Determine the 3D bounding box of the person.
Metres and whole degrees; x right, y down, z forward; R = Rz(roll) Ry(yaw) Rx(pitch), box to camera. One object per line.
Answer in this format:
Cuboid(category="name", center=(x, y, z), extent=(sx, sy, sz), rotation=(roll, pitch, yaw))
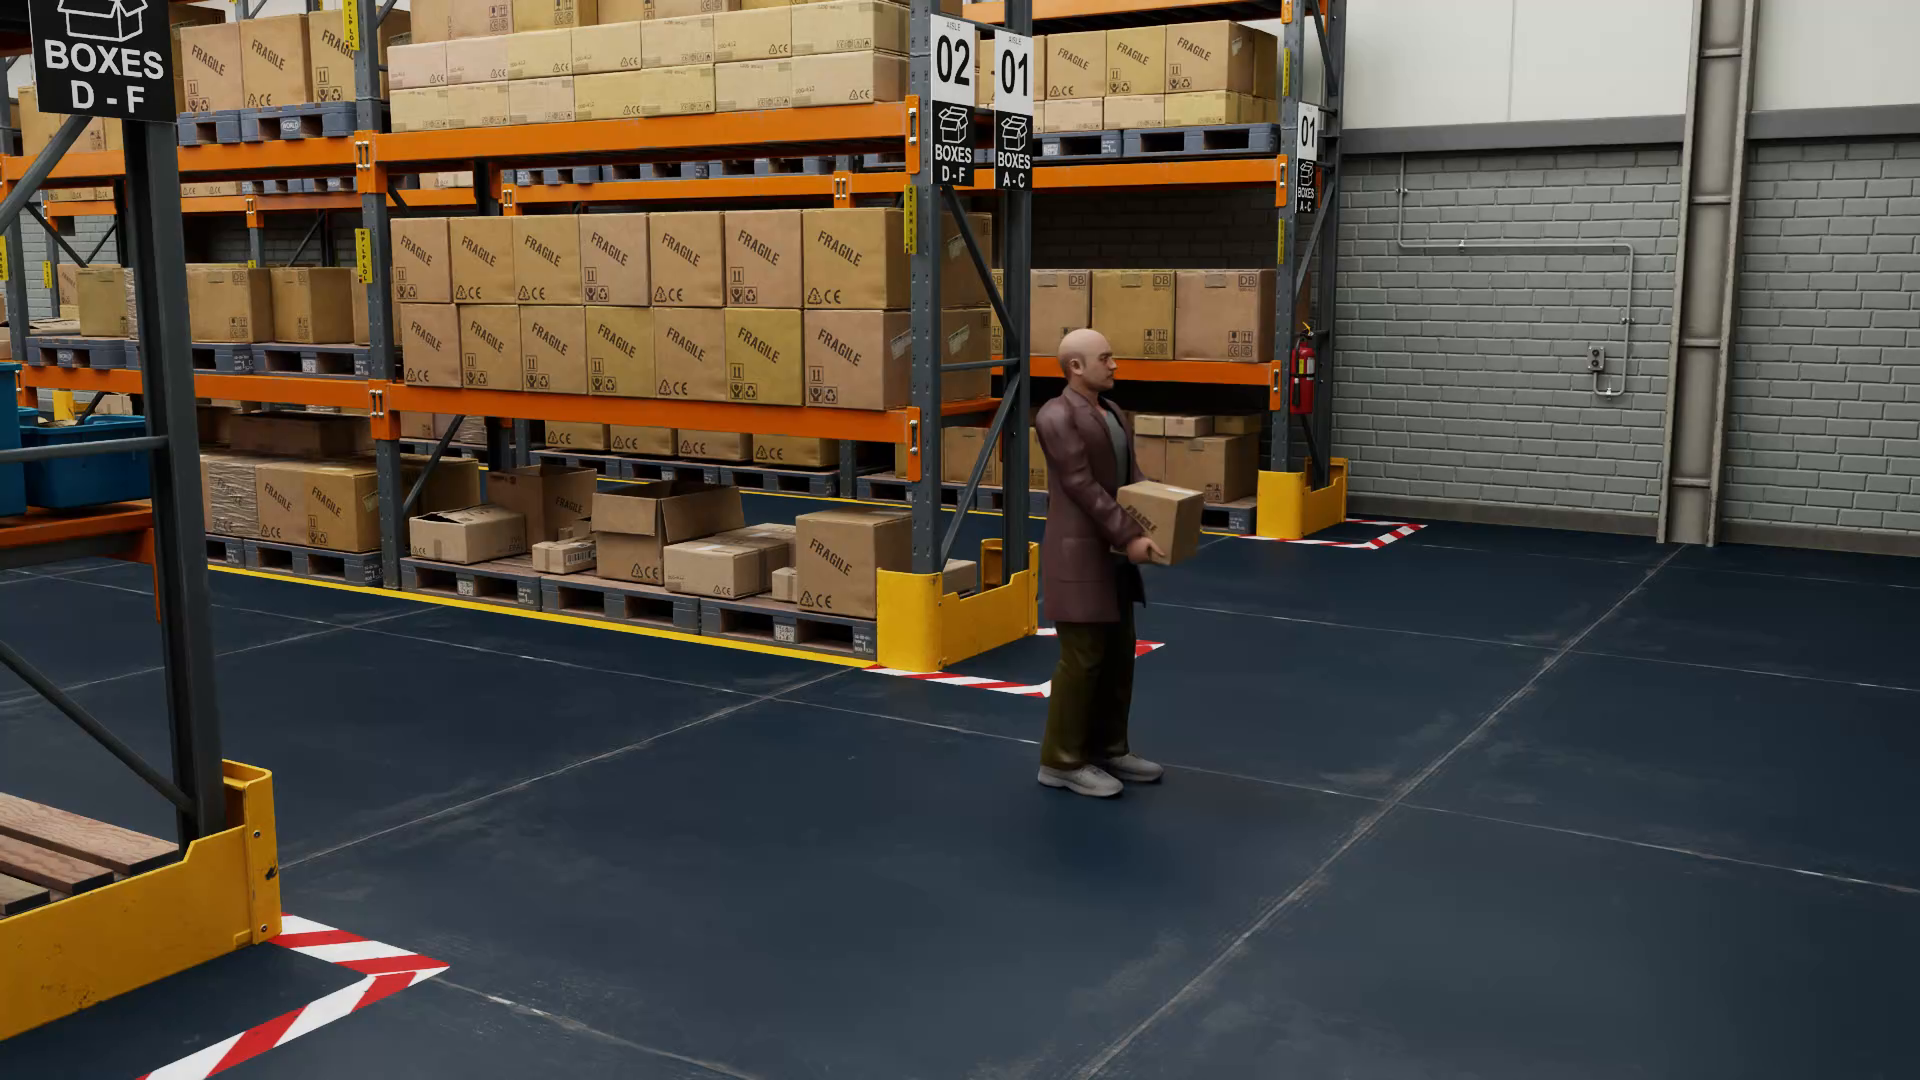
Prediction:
Cuboid(category="person", center=(0.598, 0.084, 6.419), extent=(0.543, 1.778, 0.526), rotation=(6, 11, 31))
